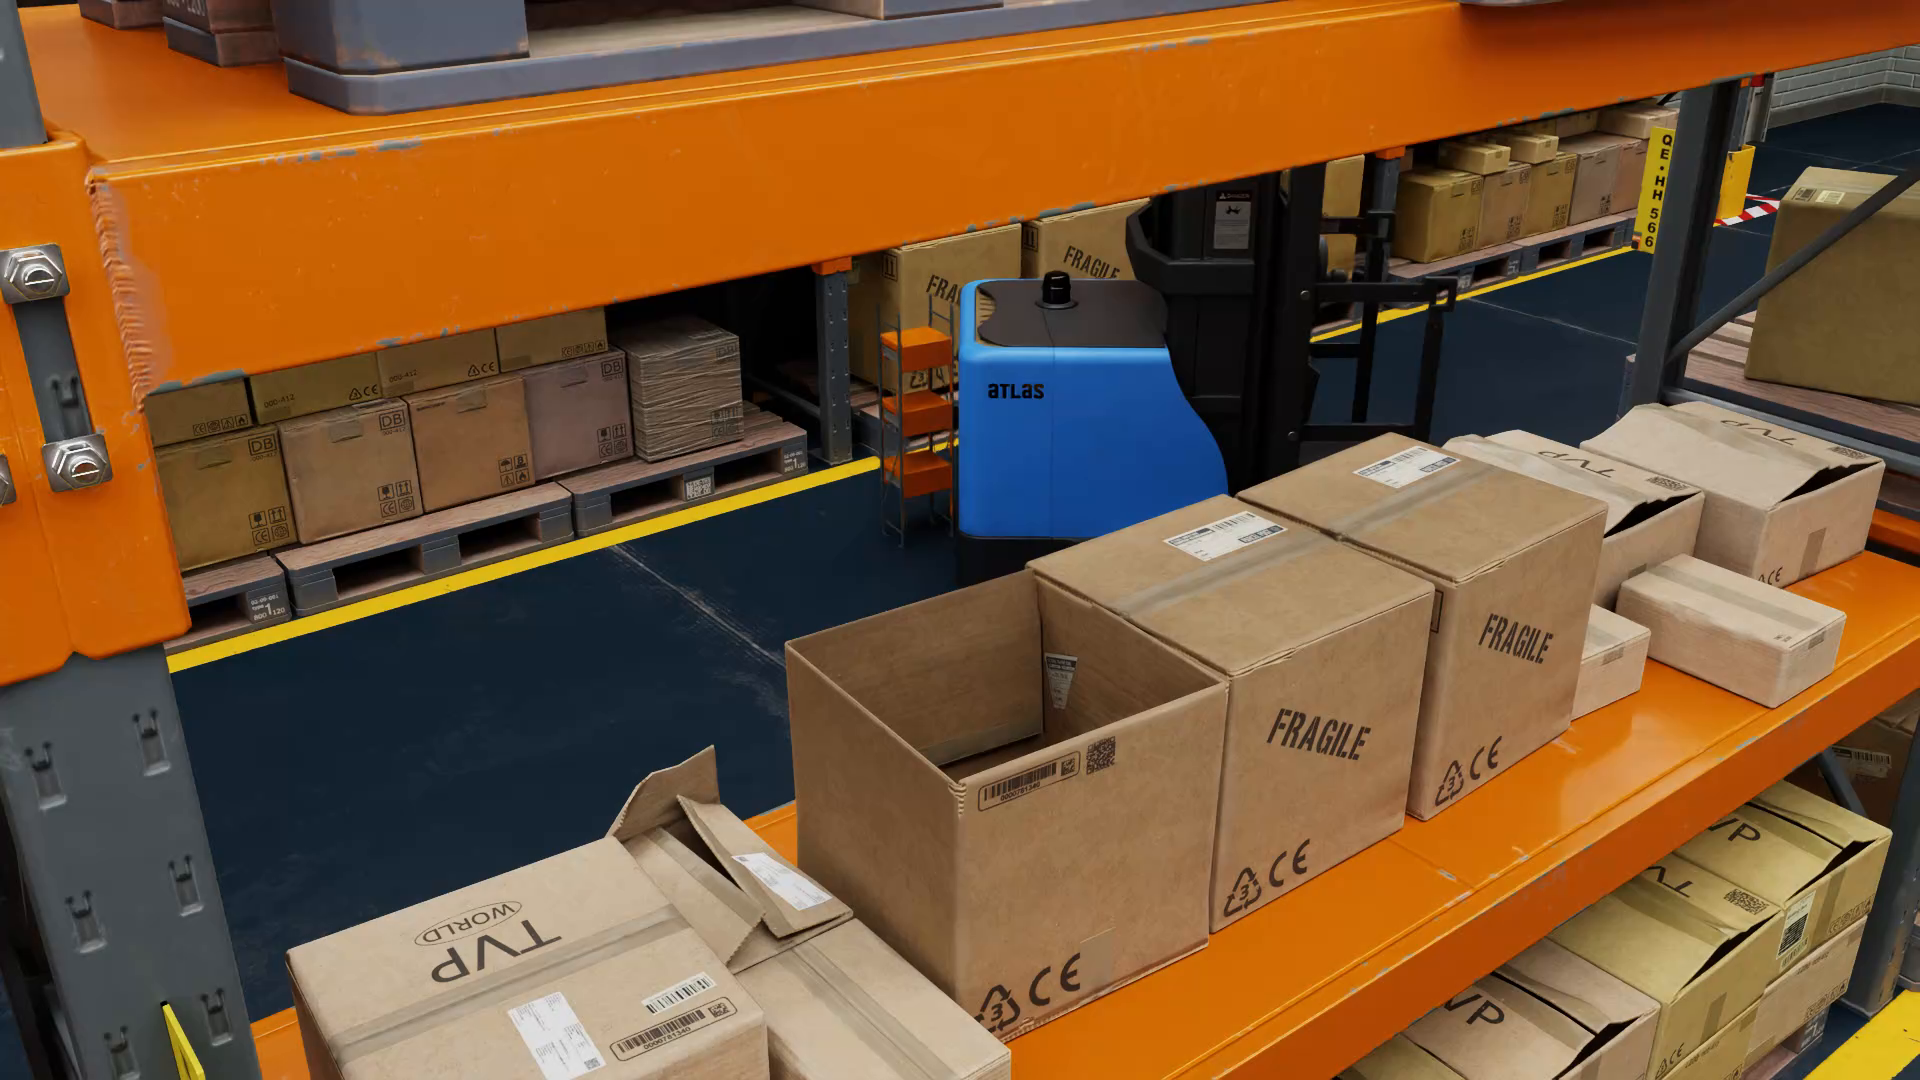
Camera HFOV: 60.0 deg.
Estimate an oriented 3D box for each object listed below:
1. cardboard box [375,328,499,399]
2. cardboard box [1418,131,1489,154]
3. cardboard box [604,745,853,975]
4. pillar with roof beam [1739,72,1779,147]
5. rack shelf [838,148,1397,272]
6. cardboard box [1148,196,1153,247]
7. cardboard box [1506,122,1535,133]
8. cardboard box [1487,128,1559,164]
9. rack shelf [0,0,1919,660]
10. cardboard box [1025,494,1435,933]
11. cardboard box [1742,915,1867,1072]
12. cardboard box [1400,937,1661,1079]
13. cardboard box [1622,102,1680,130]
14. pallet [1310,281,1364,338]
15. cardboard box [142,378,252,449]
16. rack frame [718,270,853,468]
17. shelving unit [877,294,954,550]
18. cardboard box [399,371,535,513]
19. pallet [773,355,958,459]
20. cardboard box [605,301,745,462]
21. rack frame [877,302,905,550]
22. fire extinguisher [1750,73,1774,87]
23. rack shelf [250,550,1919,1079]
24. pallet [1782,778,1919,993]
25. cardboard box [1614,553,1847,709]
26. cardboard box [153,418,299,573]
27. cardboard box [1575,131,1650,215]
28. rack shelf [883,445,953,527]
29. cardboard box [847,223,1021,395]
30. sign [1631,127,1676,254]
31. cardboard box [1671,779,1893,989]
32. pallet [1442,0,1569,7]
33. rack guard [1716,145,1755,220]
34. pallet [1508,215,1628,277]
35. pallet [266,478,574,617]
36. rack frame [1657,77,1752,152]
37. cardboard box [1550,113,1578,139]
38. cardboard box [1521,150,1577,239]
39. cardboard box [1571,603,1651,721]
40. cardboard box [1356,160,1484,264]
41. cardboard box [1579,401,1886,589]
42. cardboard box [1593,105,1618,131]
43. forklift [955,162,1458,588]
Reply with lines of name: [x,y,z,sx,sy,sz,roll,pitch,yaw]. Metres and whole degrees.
cardboard box: [-2.299,-0.830,7.031,0.500,0.250,0.500,-18,31,-34]
cardboard box: [3.307,-2.675,11.151,0.250,0.149,0.380,-19,31,-36]
cardboard box: [-0.385,0.560,2.640,0.258,0.266,0.396,-19,31,-35]
pillar with roof beam: [9.667,-6.252,10.031,0.400,9.000,9.100,-18,31,-34]
rack shelf: [0.698,-2.084,9.032,4.000,0.370,1.077,-18,31,-34]
cardboard box: [1.143,-1.701,9.408,0.750,0.750,0.750,-17,30,-33]
cardboard box: [3.709,-2.808,11.437,0.250,0.149,0.380,-19,31,-35]
cardboard box: [3.716,-2.605,11.000,0.250,0.149,0.380,-19,31,-35]
rack shelf: [0.610,-0.765,2.627,4.000,0.370,1.077,-18,31,-34]
cardboard box: [0.459,0.282,2.960,0.500,0.500,0.500,-18,30,-34]
cardboard box: [1.920,1.024,4.249,0.500,0.250,0.500,-17,30,-33]
cardboard box: [1.120,1.037,3.554,0.500,0.311,0.500,-18,31,-34]
cardboard box: [4.942,-3.011,11.875,0.250,0.149,0.380,-19,31,-35]
pallet: [1.711,-1.440,10.101,1.213,0.211,1.003,-18,31,-34]
cardboard box: [-3.110,-0.570,6.470,0.500,0.250,0.500,-19,31,-35]
rack frame: [-0.876,-1.891,7.761,0.127,3.000,1.000,-18,31,-34]
shelving unit: [-0.186,-0.497,7.074,0.252,1.050,0.215,-13,28,-27]
cardboard box: [-2.261,-0.518,7.250,0.500,0.500,0.700,-18,31,-34]
pallet: [-0.209,-0.806,8.735,1.213,0.211,1.003,-18,31,-34]
cardboard box: [-1.410,-0.752,7.754,0.500,0.500,0.700,-18,30,-33]
rack frame: [-0.292,-0.472,7.019,0.008,1.050,0.200,-13,28,-27]
fire extinguisher: [5.823,-3.651,12.088,0.183,0.674,0.296,-18,31,-34]
rack shelf: [0.610,0.595,3.259,4.000,0.370,1.077,-18,31,-34]
pallet: [2.795,0.833,5.205,1.213,0.211,1.003,-18,31,-34]
cardboard box: [1.647,0.188,3.579,0.250,0.149,0.380,-18,31,-34]
cardboard box: [-3.079,-0.265,6.704,0.500,0.500,0.700,-19,31,-35]
cardboard box: [4.537,-2.681,11.933,0.500,0.500,0.700,-18,31,-34]
rack shelf: [-0.186,-0.235,7.196,0.240,0.259,0.215,-13,28,-27]
cardboard box: [-0.216,-1.254,8.443,0.750,0.750,0.750,-19,31,-35]
sign: [1.841,-0.917,4.382,0.005,0.325,0.100,-18,31,-34]
cardboard box: [1.924,0.769,4.130,0.500,0.311,0.500,-17,30,-33]
pallet: [0.827,-1.028,2.564,1.213,0.211,1.003,-17,30,-32]
rack guard: [5.438,-2.841,12.778,0.348,0.500,1.175,-18,31,-34]
pallet: [3.879,-2.155,11.643,1.213,0.211,1.003,-18,31,-34]
pallet: [-2.451,-0.108,7.232,1.213,0.211,1.003,-18,31,-34]
rack frame: [5.419,-3.969,12.238,0.127,3.000,1.000,-18,31,-34]
cardboard box: [4.110,-2.940,11.723,0.250,0.149,0.380,-18,30,-33]
cardboard box: [3.726,-2.409,11.347,0.500,0.500,0.700,-17,30,-33]
cardboard box: [1.215,0.213,3.526,0.250,0.149,0.380,-16,29,-30]
cardboard box: [2.924,-2.147,10.783,0.500,0.500,0.700,-18,30,-33]
cardboard box: [1.871,-0.130,4.073,0.500,0.311,0.500,-16,29,-31]
cardboard box: [4.507,-3.072,12.005,0.250,0.149,0.380,-18,30,-34]
forklift: [1.501,-1.268,6.500,3.031,2.935,1.130,0,25,1]
